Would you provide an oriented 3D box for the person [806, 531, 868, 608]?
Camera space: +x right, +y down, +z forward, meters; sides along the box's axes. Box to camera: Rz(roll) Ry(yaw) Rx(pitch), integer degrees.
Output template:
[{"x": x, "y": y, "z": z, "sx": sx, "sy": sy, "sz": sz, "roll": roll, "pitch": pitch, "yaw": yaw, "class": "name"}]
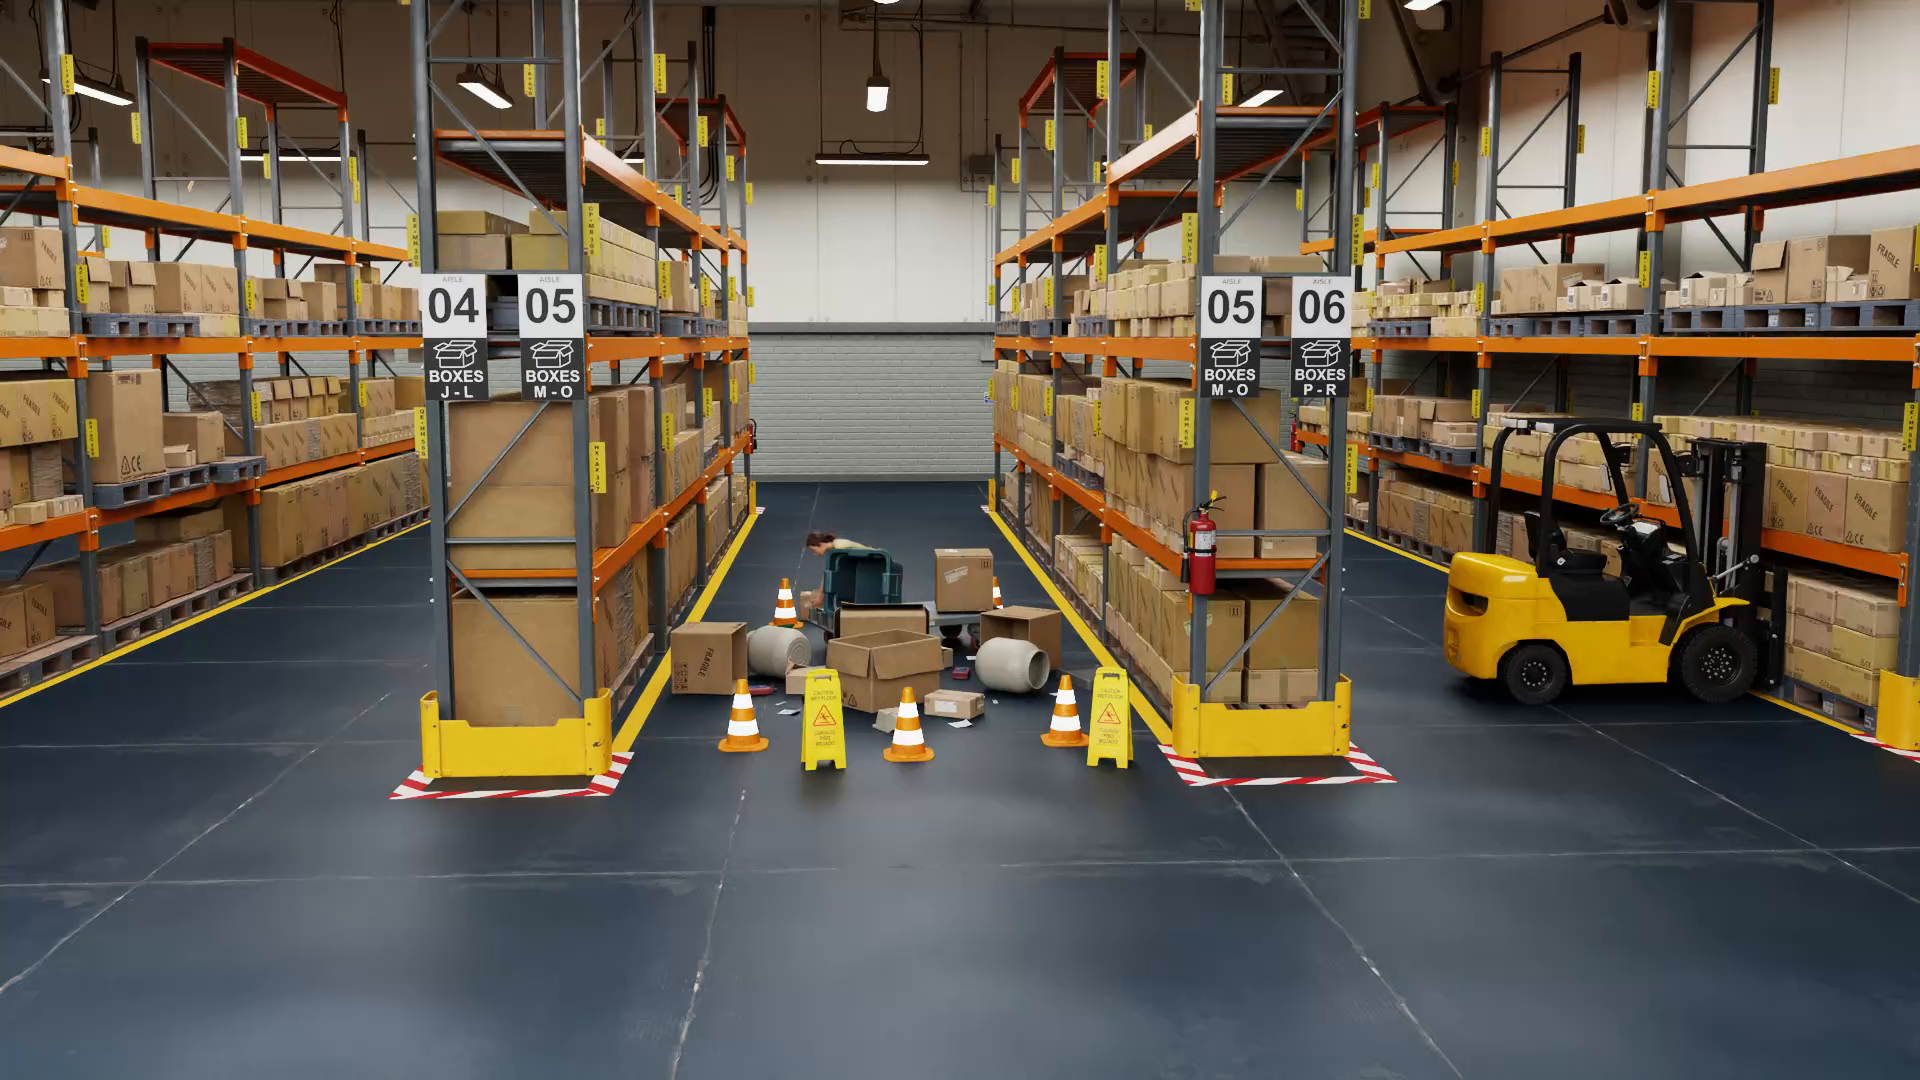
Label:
[{"x": -1.138, "y": 0.345, "z": 16.683, "sx": 0.798, "sy": 0.891, "sz": 0.489, "roll": 0, "pitch": 7, "yaw": -4, "class": "person"}]
